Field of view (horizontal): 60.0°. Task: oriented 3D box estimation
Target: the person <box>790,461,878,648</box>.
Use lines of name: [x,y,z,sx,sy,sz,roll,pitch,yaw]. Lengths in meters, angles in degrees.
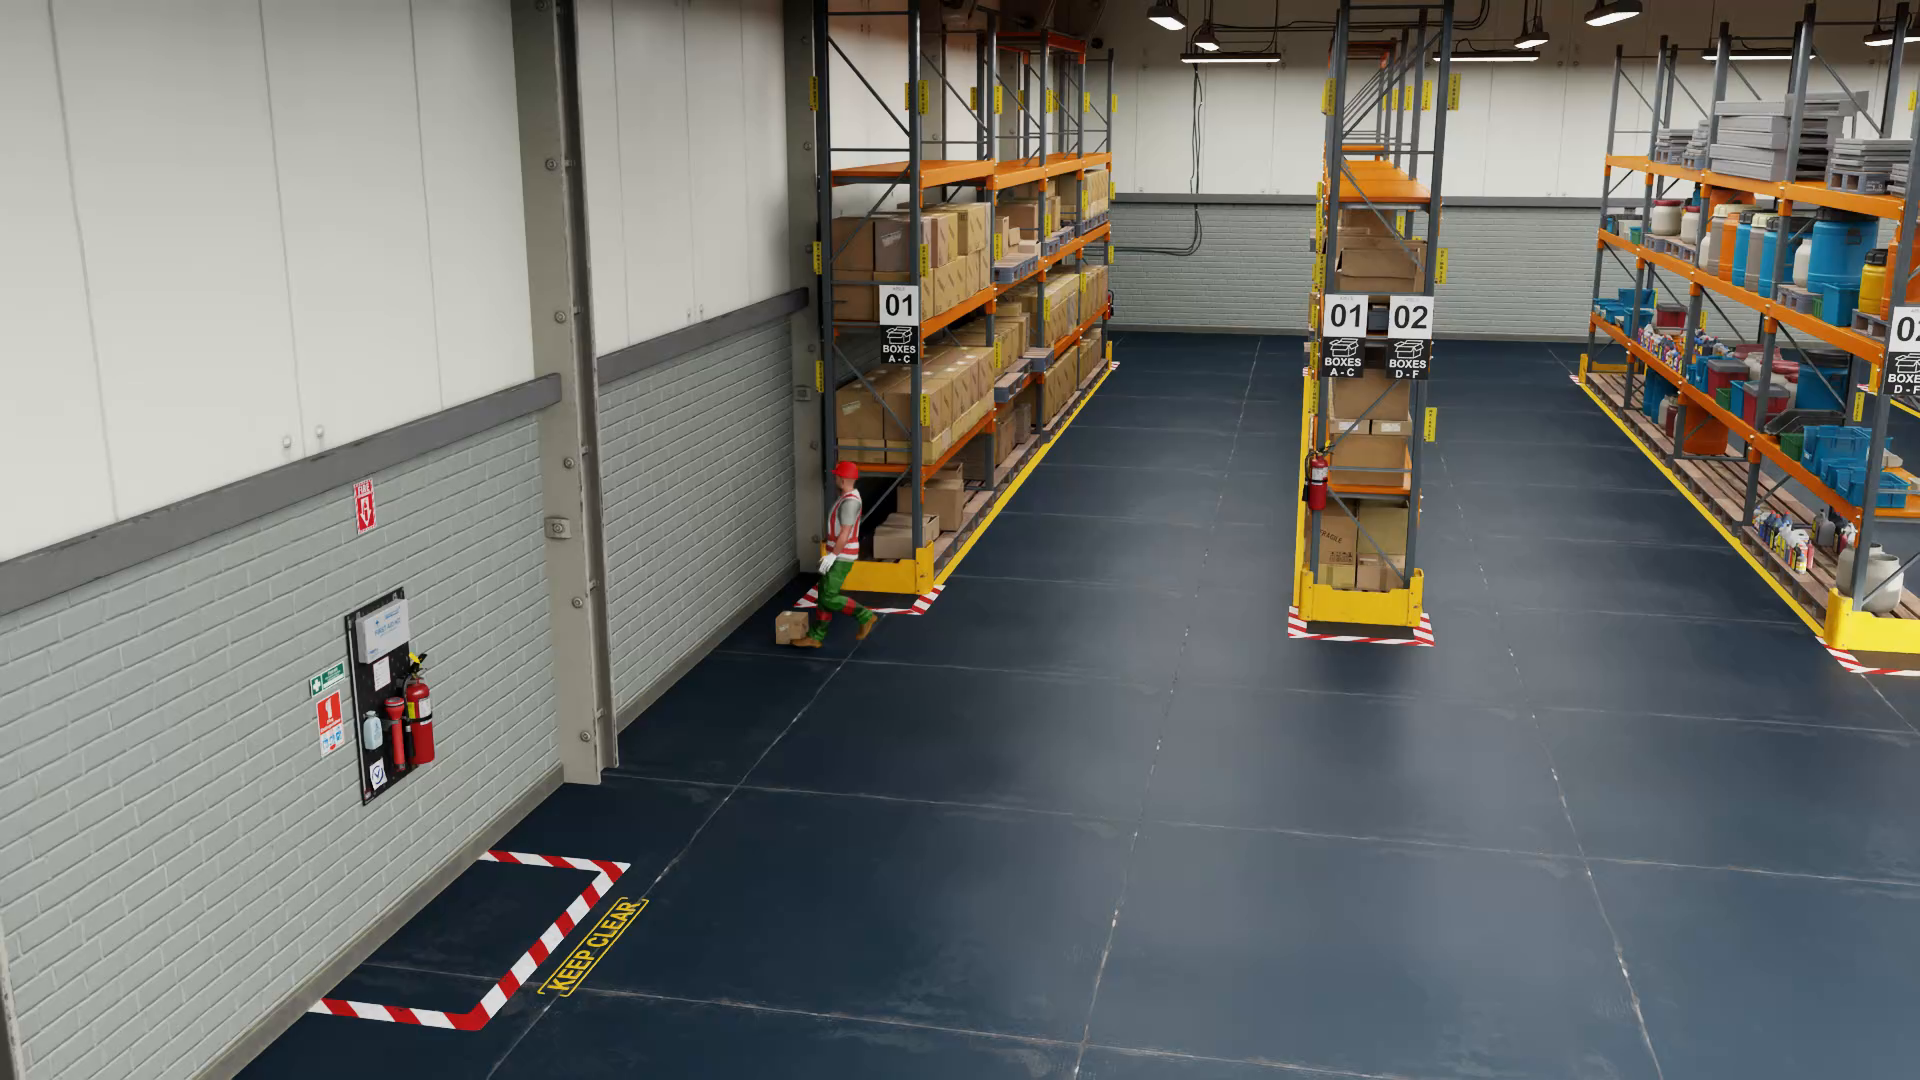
person: [-1.185,0.152,15.411,0.825,1.755,0.631,-1,15,-5]
